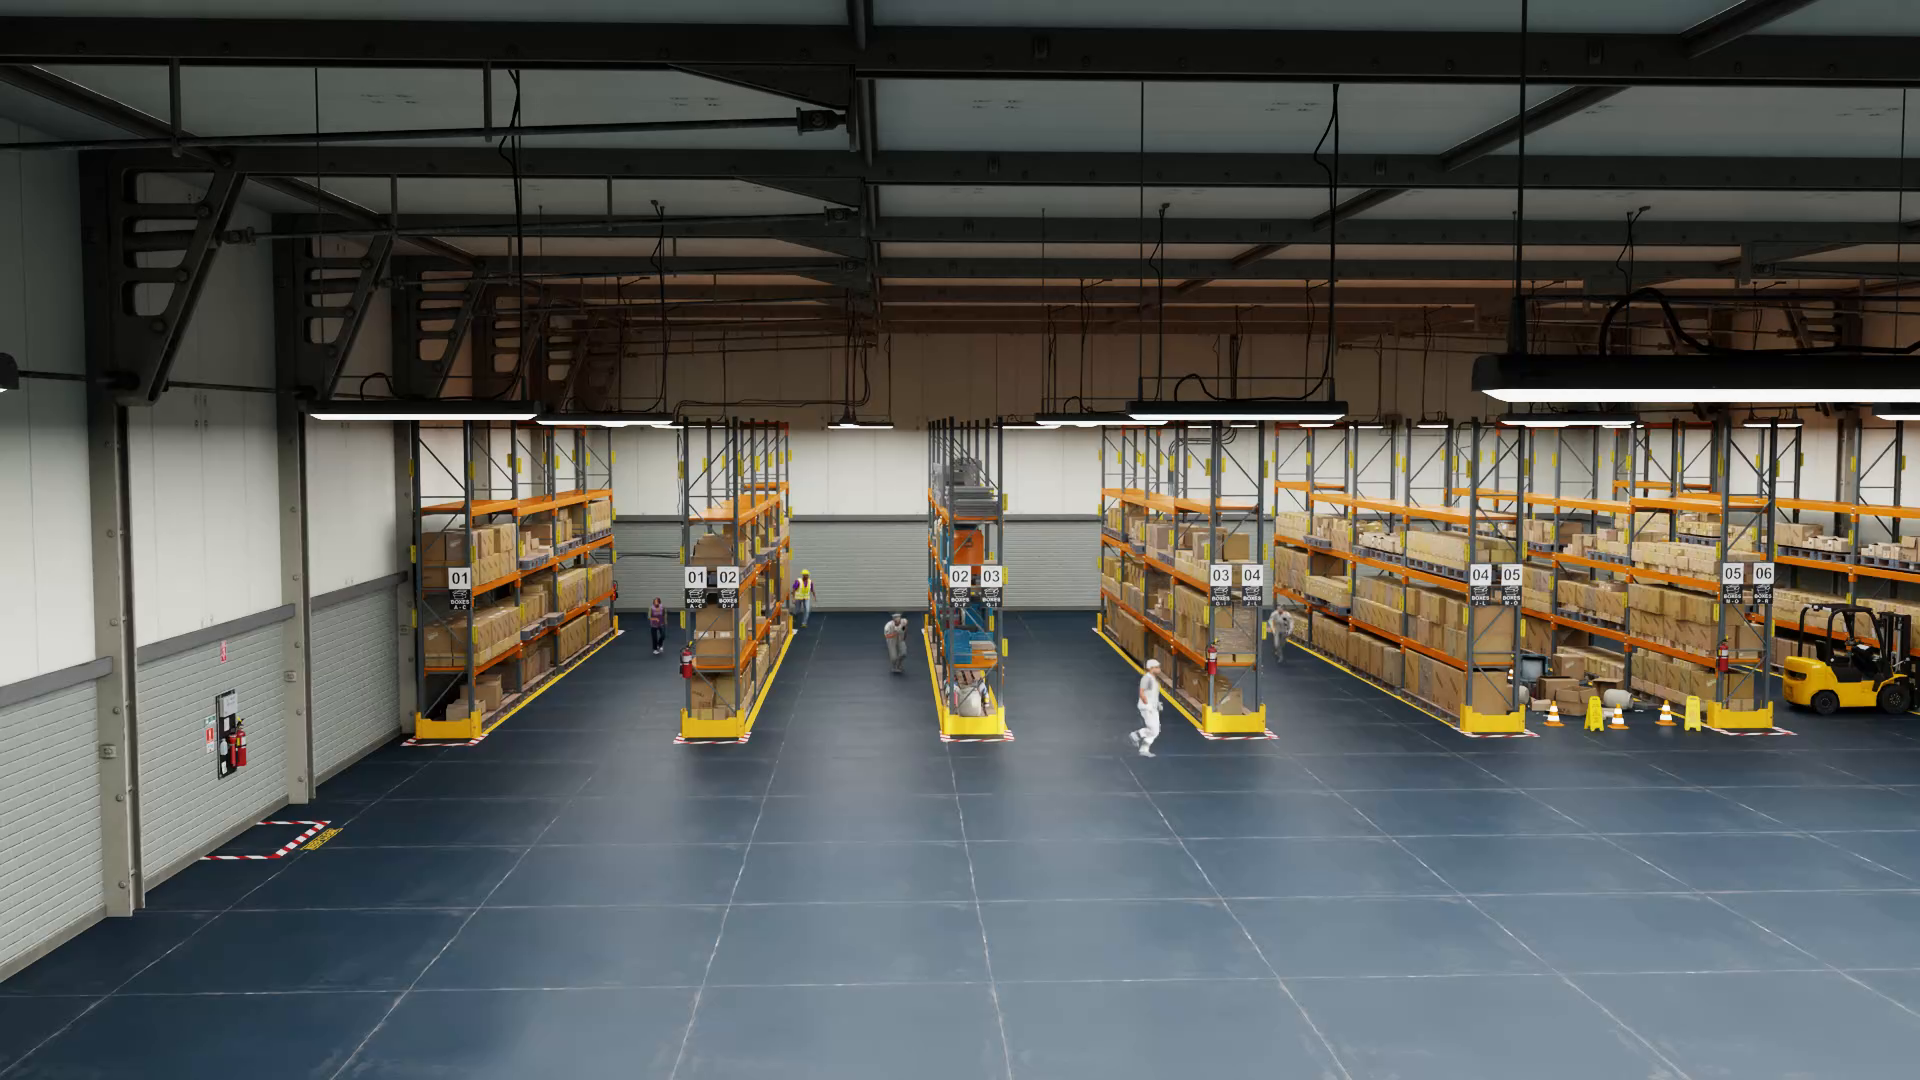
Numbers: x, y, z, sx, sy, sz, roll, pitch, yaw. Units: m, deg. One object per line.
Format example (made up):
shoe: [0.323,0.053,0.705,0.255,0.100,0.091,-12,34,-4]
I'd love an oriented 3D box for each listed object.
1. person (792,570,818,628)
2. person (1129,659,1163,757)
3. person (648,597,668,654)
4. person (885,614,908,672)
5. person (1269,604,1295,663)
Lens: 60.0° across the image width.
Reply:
person: [-4.600,1.707,48.662,0.777,1.703,0.768,-2,4,-23]
person: [3.259,2.954,29.323,0.592,1.727,0.660,2,4,27]
person: [-7.727,2.198,42.517,0.542,1.487,0.824,-1,4,-18]
person: [-1.495,2.432,39.243,0.658,1.464,1.026,-1,4,-16]
person: [7.985,2.291,41.297,0.627,1.496,0.892,1,4,11]
